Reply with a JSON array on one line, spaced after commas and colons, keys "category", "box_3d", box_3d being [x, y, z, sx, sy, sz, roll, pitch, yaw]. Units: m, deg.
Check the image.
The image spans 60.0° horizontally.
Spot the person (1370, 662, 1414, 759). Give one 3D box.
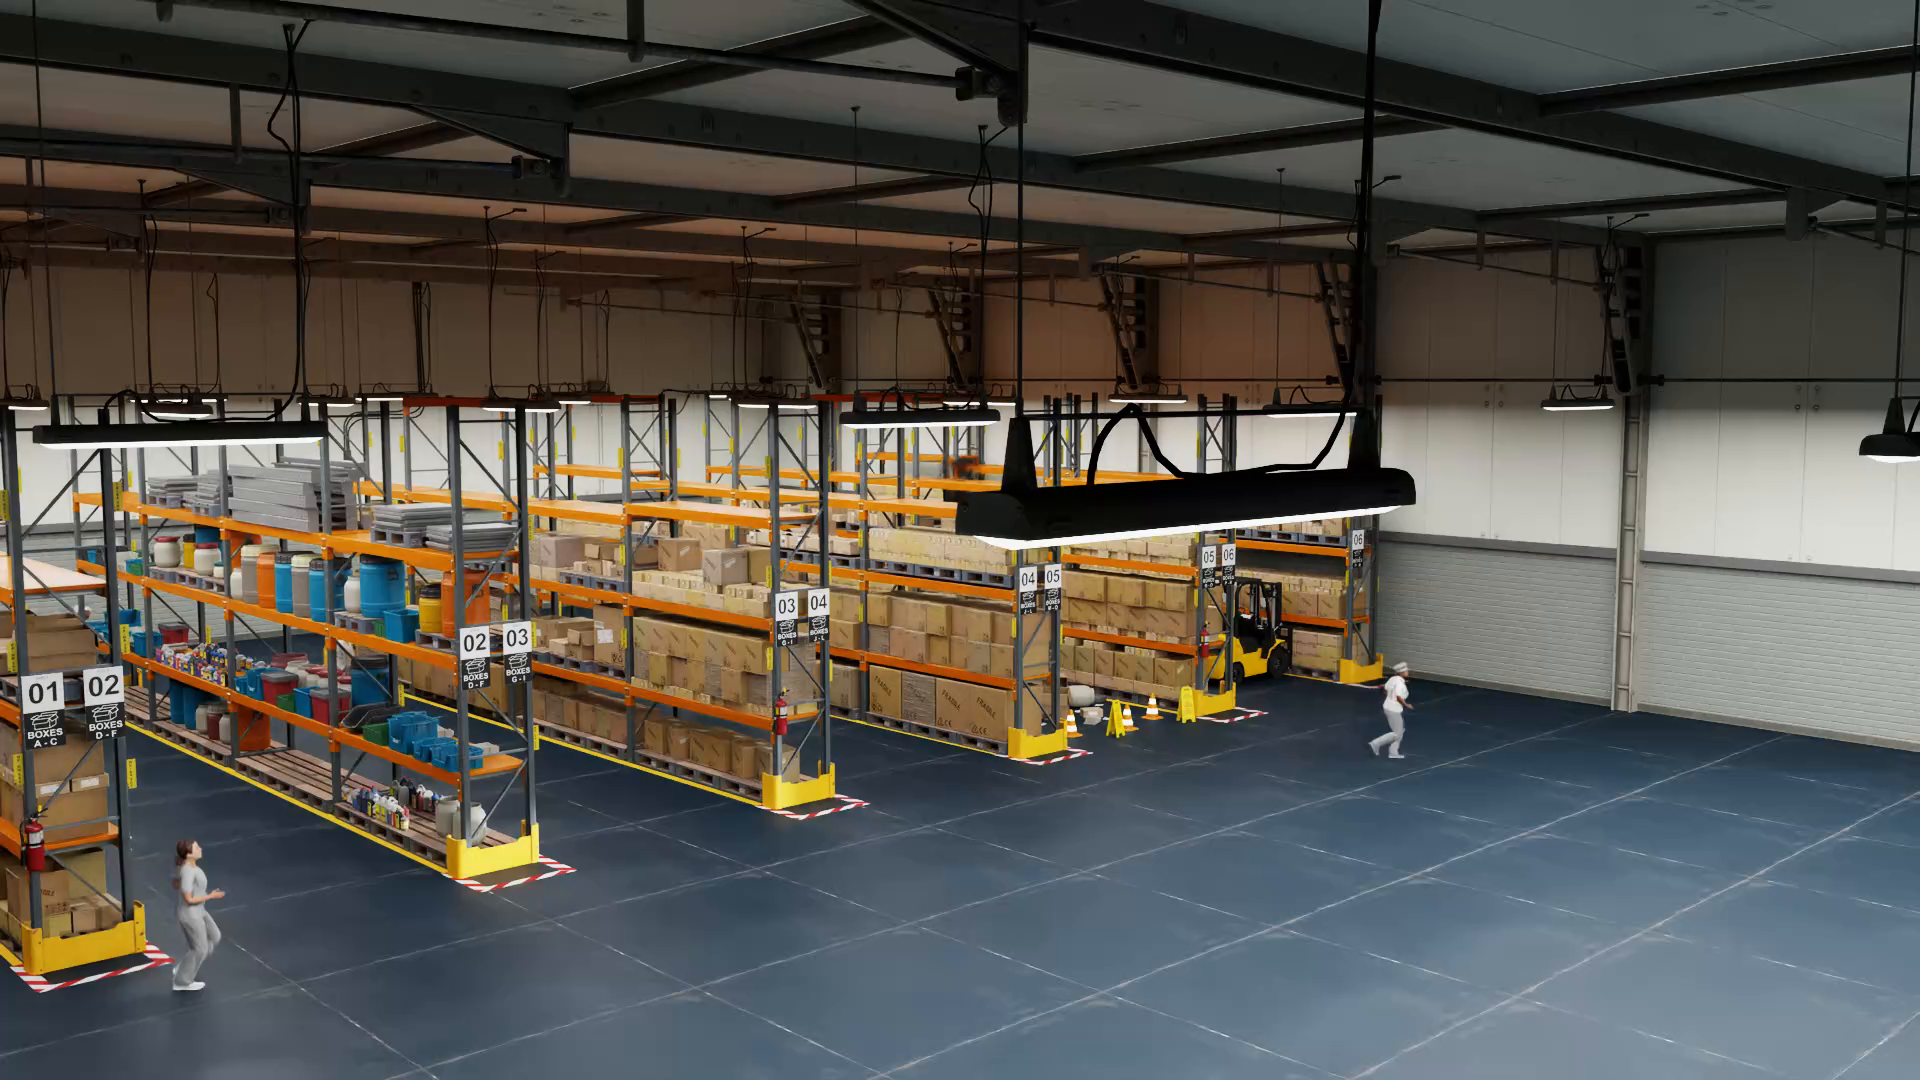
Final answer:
[{"category": "person", "box_3d": [7.187, 2.852, 27.739, 0.721, 1.638, 0.574, 0, 6, -1]}]

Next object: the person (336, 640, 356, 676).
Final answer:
[{"category": "person", "box_3d": [-11.999, 2.458, 32.282, 0.817, 1.518, 0.624, 2, 6, 21]}]

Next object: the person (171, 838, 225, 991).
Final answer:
[{"category": "person", "box_3d": [-7.868, 3.865, 17.160, 0.537, 1.634, 0.548, -3, 6, -25]}]

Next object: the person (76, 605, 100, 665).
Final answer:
[{"category": "person", "box_3d": [-17.798, 2.196, 33.696, 0.713, 1.760, 0.981, 5, 8, 44]}]
